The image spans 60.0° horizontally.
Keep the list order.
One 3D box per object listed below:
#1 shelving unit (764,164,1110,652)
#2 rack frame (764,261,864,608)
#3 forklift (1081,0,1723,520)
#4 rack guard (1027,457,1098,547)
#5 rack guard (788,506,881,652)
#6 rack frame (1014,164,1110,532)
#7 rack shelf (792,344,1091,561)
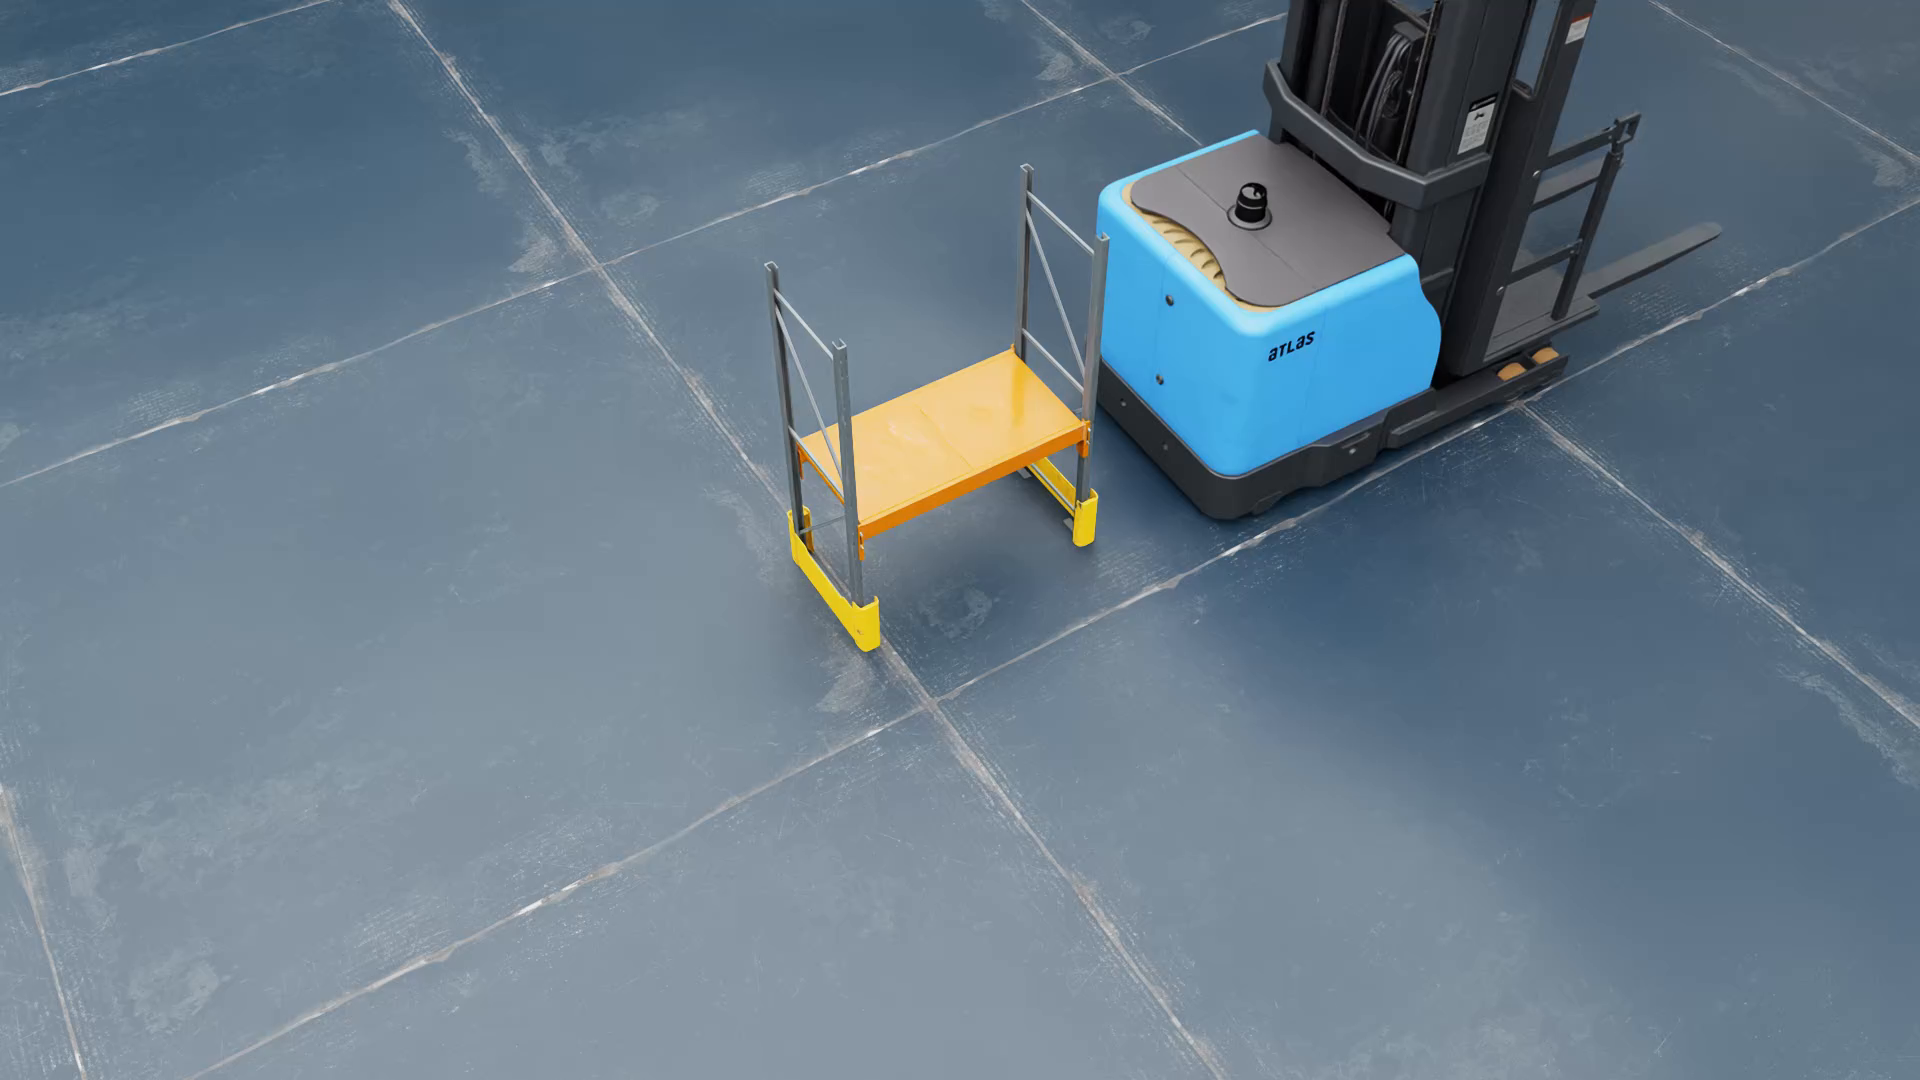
[{"bbox_3d":[-0.064,-0.468,6.108,1.083,1.500,0.587,-25,53,-21],"label":"shelving unit"},{"bbox_3d":[-0.502,-0.262,5.925,0.032,1.500,0.500,-25,53,-21],"label":"rack frame"},{"bbox_3d":[2.056,-1.895,6.420,3.031,2.935,1.130,-24,53,-20],"label":"forklift"},{"bbox_3d":[0.357,-0.251,6.752,0.087,0.250,0.587,-25,53,-21],"label":"rack guard"},{"bbox_3d":[-0.486,0.146,6.398,0.087,0.250,0.587,-25,53,-21],"label":"rack guard"},{"bbox_3d":[0.358,-0.667,6.285,0.032,1.500,0.500,-25,53,-21],"label":"rack frame"},{"bbox_3d":[-0.072,-0.345,6.239,1.000,0.185,0.538,-25,53,-21],"label":"rack shelf"}]
